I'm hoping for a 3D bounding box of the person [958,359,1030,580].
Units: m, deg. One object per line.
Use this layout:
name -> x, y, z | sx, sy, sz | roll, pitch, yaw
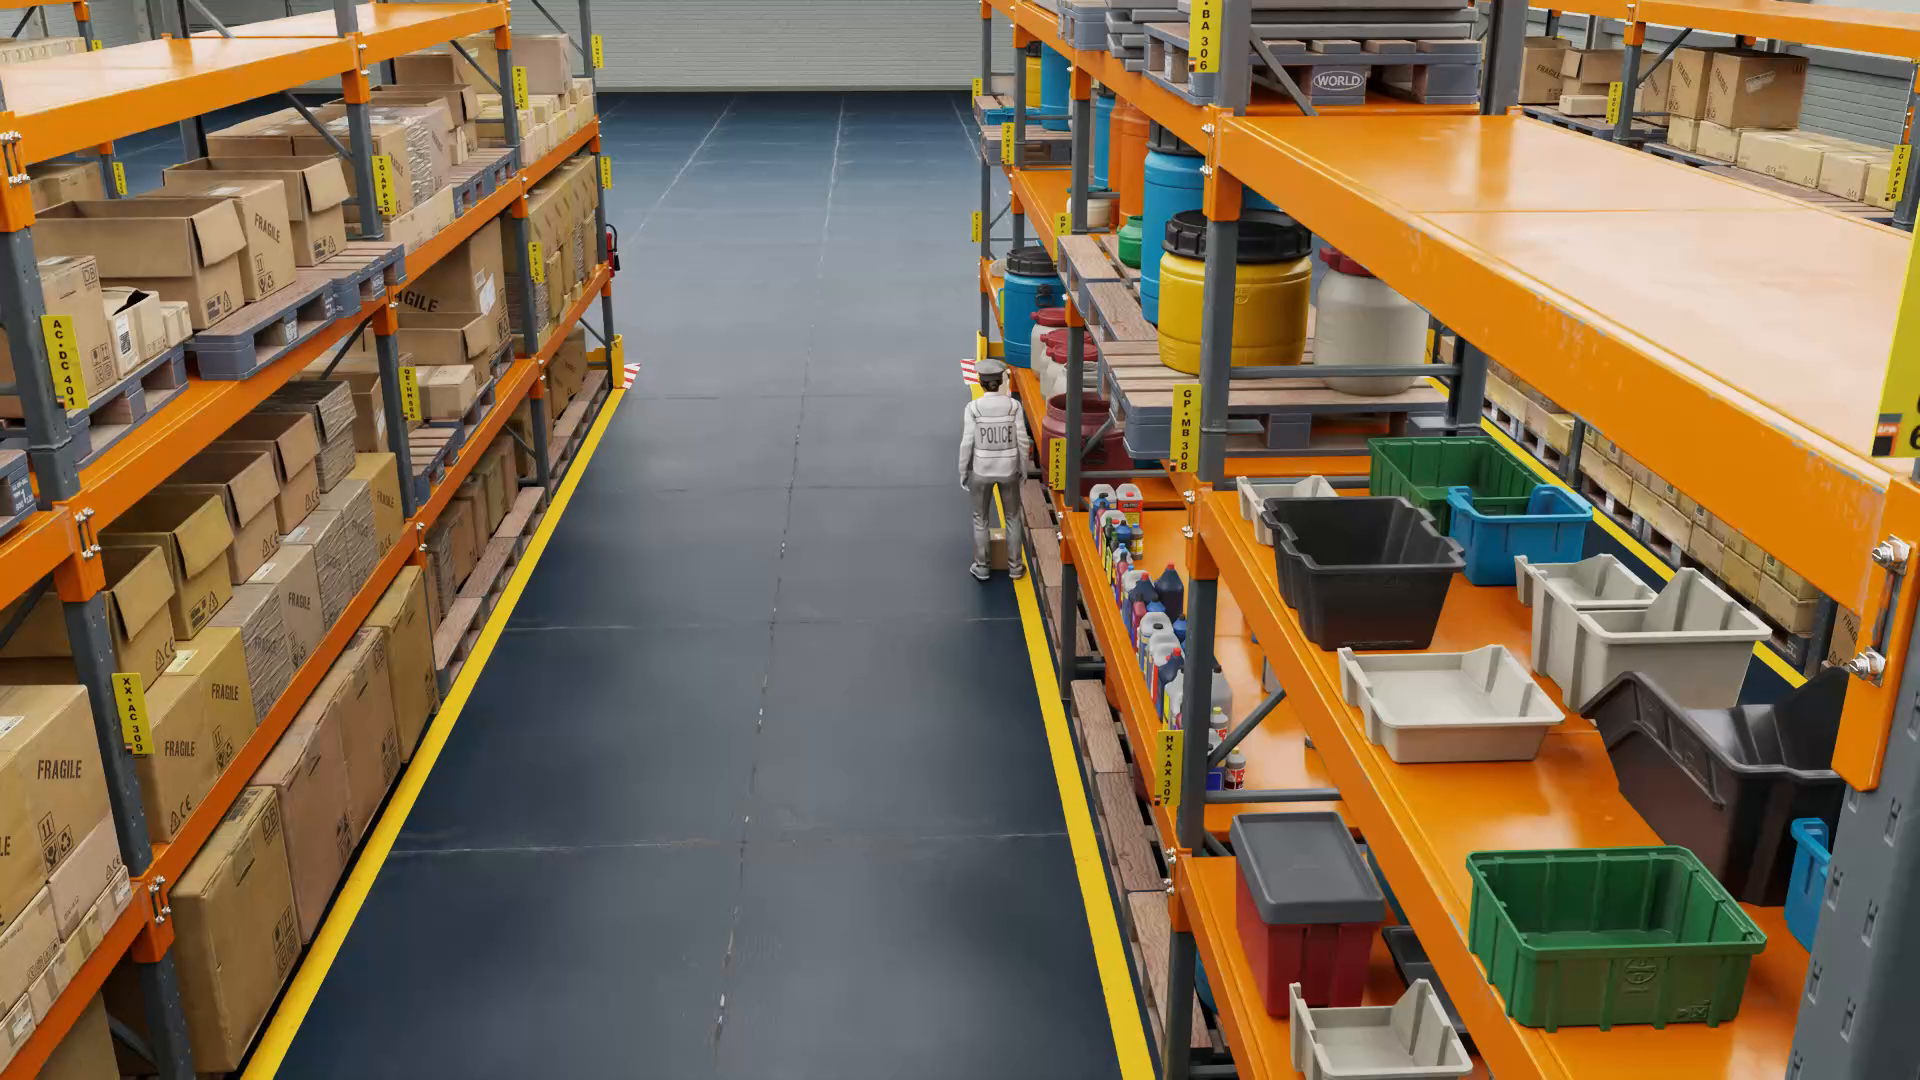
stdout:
person -> 0.255, -0.505, 12.424 | 0.541, 1.661, 0.375 | -2, 21, -6
